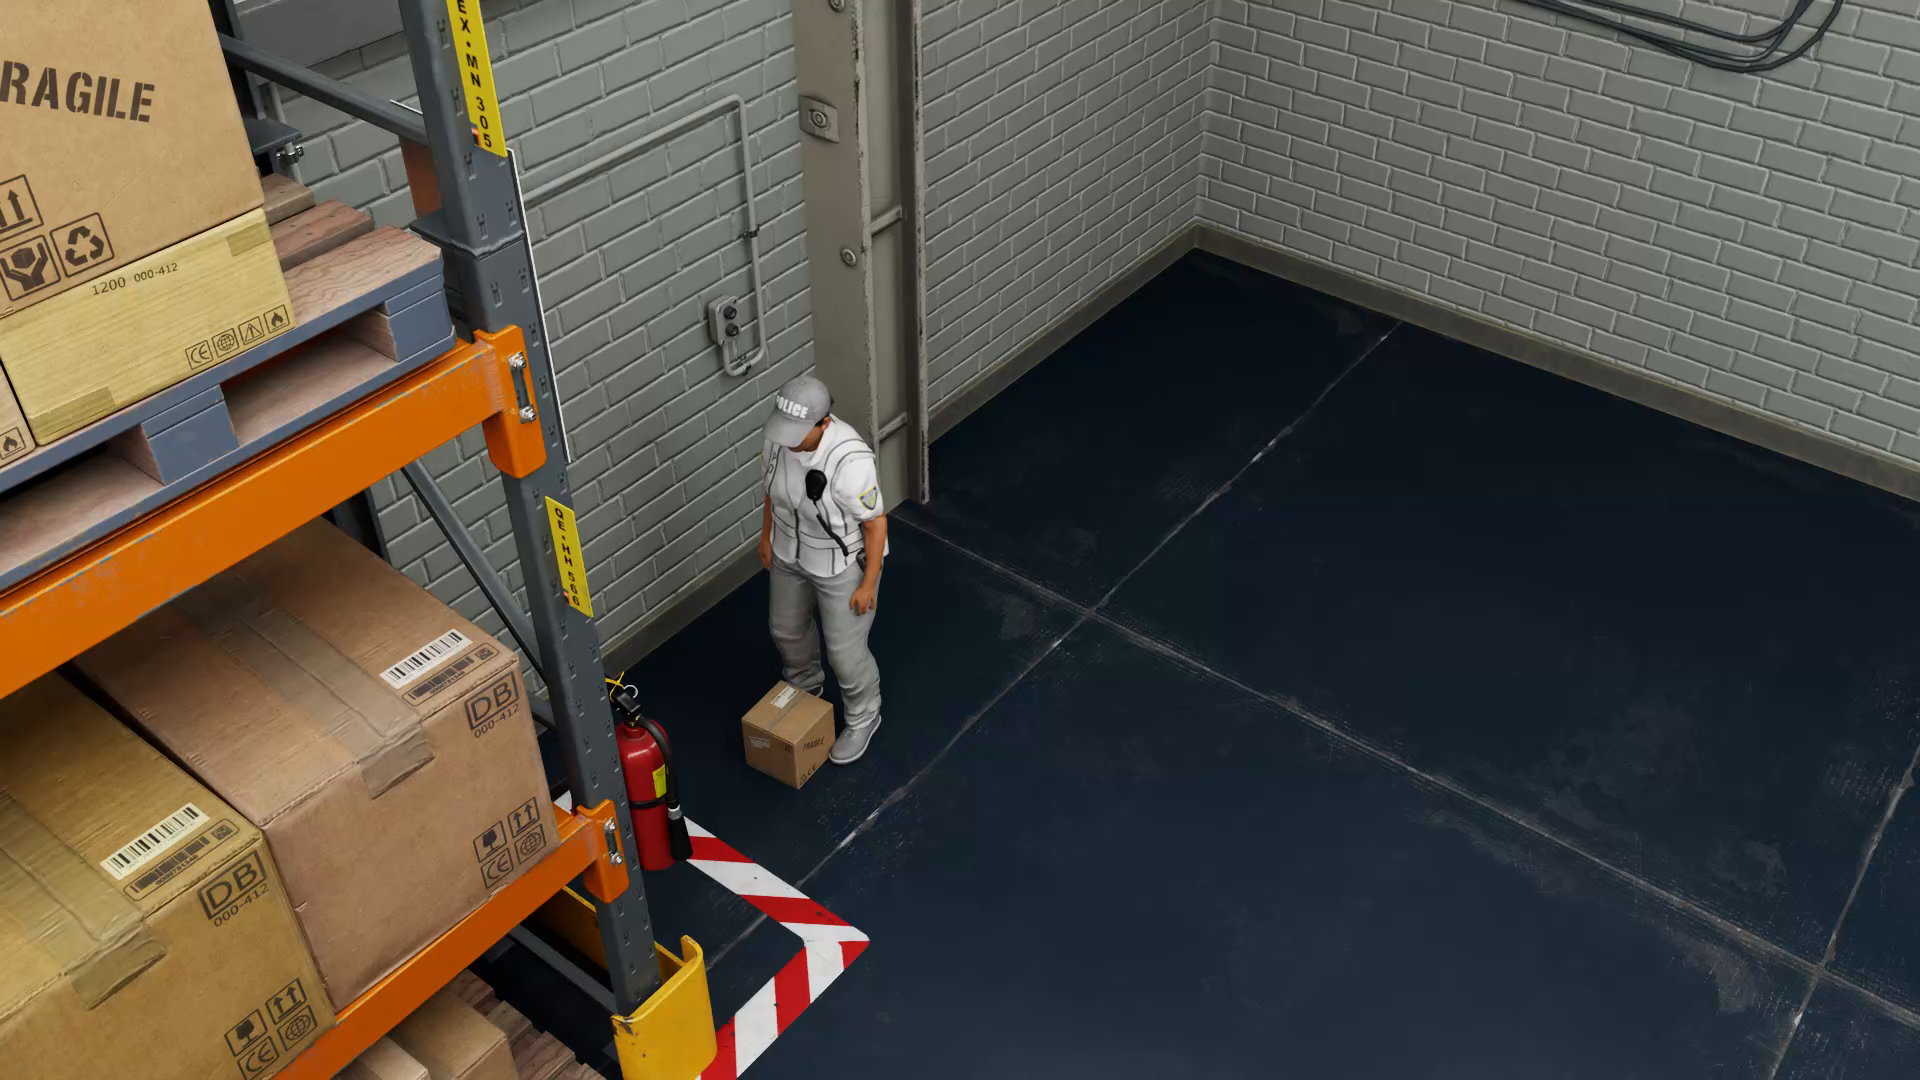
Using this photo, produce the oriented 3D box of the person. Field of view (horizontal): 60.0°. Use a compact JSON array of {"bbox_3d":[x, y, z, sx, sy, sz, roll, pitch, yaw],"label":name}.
[{"bbox_3d":[-0.518,0.081,6.050,0.542,1.665,0.465,24,45,26],"label":"person"}]
